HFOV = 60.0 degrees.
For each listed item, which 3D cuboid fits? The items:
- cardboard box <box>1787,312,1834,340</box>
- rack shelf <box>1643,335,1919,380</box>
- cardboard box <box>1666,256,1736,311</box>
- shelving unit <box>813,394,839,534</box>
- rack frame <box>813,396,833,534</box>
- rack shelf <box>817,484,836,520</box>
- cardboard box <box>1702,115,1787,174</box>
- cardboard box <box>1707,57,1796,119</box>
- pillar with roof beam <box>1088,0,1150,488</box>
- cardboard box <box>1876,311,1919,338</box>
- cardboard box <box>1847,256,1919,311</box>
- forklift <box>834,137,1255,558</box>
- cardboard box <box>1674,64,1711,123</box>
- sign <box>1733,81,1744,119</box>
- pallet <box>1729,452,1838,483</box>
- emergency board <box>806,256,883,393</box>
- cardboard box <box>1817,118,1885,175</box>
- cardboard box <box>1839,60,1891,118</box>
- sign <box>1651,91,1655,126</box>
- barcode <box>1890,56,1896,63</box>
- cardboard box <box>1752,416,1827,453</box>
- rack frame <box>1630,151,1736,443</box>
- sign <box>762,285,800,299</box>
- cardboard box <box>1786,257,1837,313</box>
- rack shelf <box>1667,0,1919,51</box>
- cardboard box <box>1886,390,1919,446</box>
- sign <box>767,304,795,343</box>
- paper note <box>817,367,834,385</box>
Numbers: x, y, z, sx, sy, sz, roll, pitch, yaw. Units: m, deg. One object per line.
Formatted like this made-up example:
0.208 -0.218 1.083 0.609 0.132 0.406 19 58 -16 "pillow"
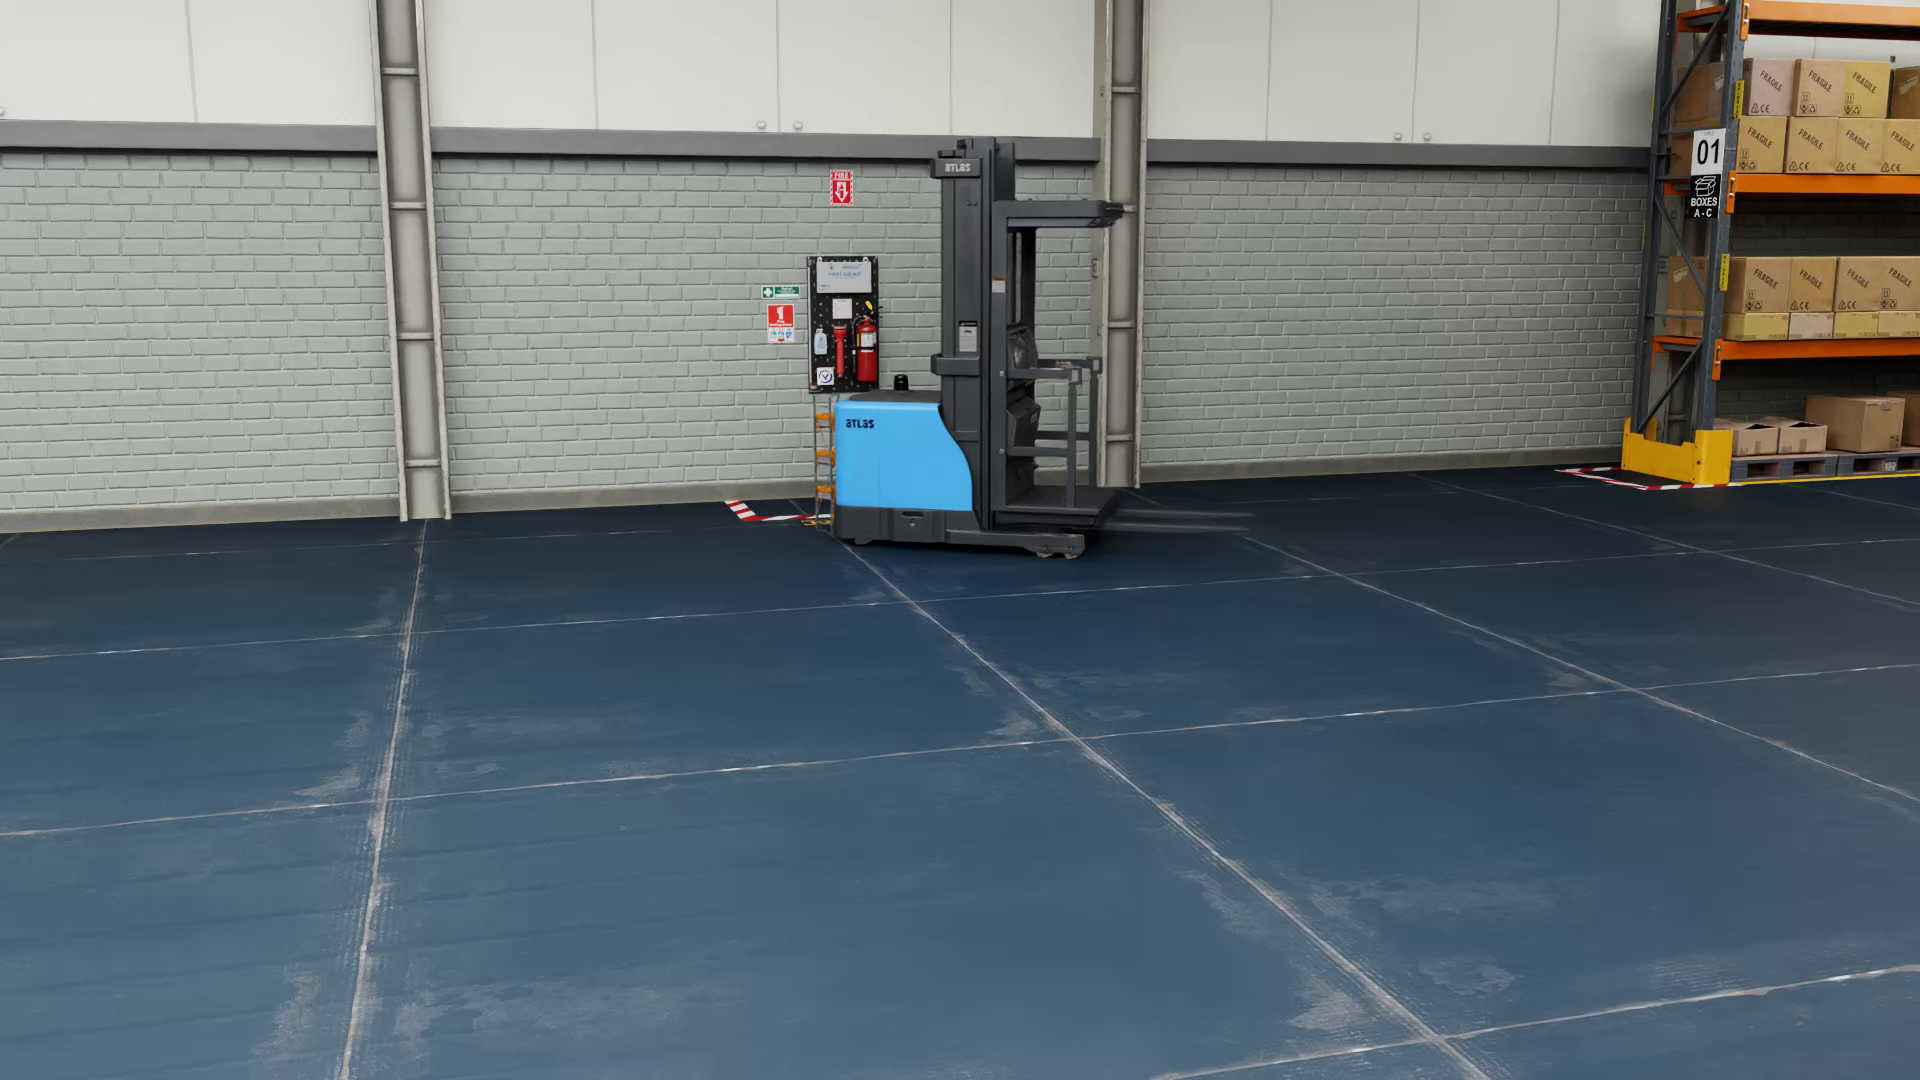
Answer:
7.791 -2.019 15.589 0.500 0.250 0.500 -3 11 -18 "cardboard box"
8.659 -1.832 16.201 4.000 0.370 1.077 -3 11 -16 "rack shelf"
7.132 -2.451 15.860 0.500 0.500 0.500 -3 11 -17 "cardboard box"
-0.964 -0.591 12.852 0.215 1.050 0.252 10 14 44 "shelving unit"
-1.050 -0.576 12.767 0.200 1.050 0.008 10 14 44 "rack frame"
-0.962 -0.307 12.903 0.215 0.259 0.240 10 14 44 "rack shelf"
7.130 -3.593 15.160 0.500 0.500 0.500 -3 11 -14 "cardboard box"
7.177 -4.088 15.090 0.500 0.500 0.500 -4 11 -20 "cardboard box"
2.612 -4.169 10.338 0.400 9.000 9.100 -3 11 -16 "pillar with roof beam"
8.767 -2.069 15.860 0.500 0.250 0.500 -3 11 -15 "cardboard box"
8.749 -2.438 15.793 0.500 0.500 0.500 -3 11 -14 "cardboard box"
0.644 -1.417 12.146 3.031 2.935 1.130 2 11 13 "forklift"
7.080 -4.178 15.579 0.500 0.500 0.500 -3 11 -13 "cardboard box"
6.891 -3.896 14.723 0.005 0.325 0.100 -3 11 -16 "sign"
7.602 -0.752 16.050 1.213 0.211 1.003 -3 11 -16 "pallet"
-0.975 -1.849 14.303 0.643 1.169 0.194 -3 11 -16 "emergency board"
8.153 -3.640 15.420 0.500 0.500 0.500 -2 11 -13 "cardboard box"
8.161 -4.133 15.331 0.500 0.500 0.500 -3 11 -14 "cardboard box"
6.603 -4.093 15.764 0.005 0.325 0.100 -3 11 -16 "sign"
9.125 -4.701 16.266 0.075 0.075 0.001 -3 11 -16 "barcode"
7.976 -1.027 16.052 0.500 0.311 0.500 -2 11 -11 "cardboard box"
6.739 -2.085 15.586 0.127 3.000 1.000 -3 11 -16 "rack frame"
-1.528 -2.115 14.190 0.331 0.109 0.001 -3 11 -16 "sign"
7.759 -2.385 15.504 0.500 0.500 0.500 -3 11 -16 "cardboard box"
8.659 -4.781 15.658 4.000 0.370 1.077 -3 11 -16 "rack shelf"
9.594 -1.215 16.549 0.500 0.500 0.500 -4 11 -20 "cardboard box"
-1.535 -1.856 14.245 0.234 0.329 0.001 -3 11 -16 "sign"
-1.164 -1.418 14.399 0.142 0.148 0.016 -3 11 -16 "paper note"
